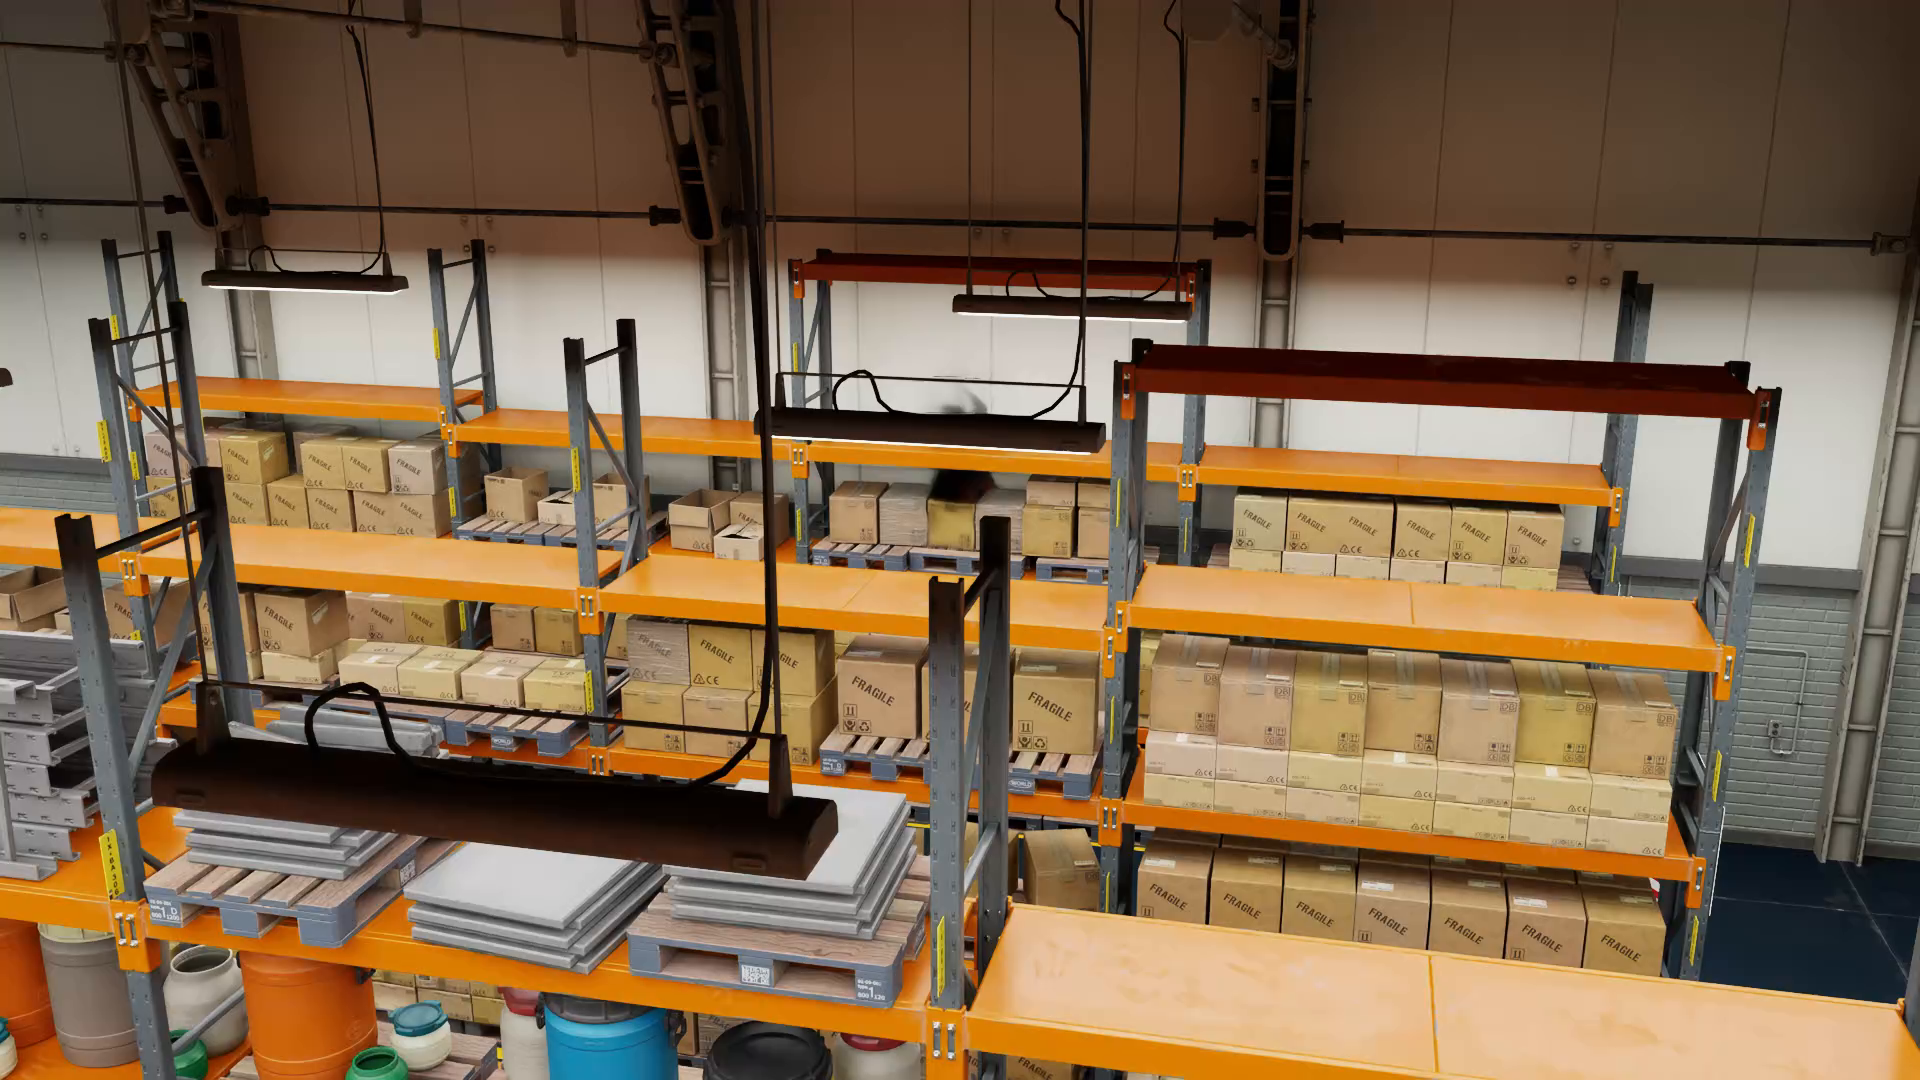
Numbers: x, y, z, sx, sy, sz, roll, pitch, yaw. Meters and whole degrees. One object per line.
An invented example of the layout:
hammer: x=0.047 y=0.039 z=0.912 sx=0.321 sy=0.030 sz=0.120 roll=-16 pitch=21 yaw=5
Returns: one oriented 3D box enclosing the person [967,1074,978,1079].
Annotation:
person: x=0.091 y=4.246 z=10.977 sx=0.544 sy=1.610 sz=0.550 roll=2 pitch=16 yaw=6
